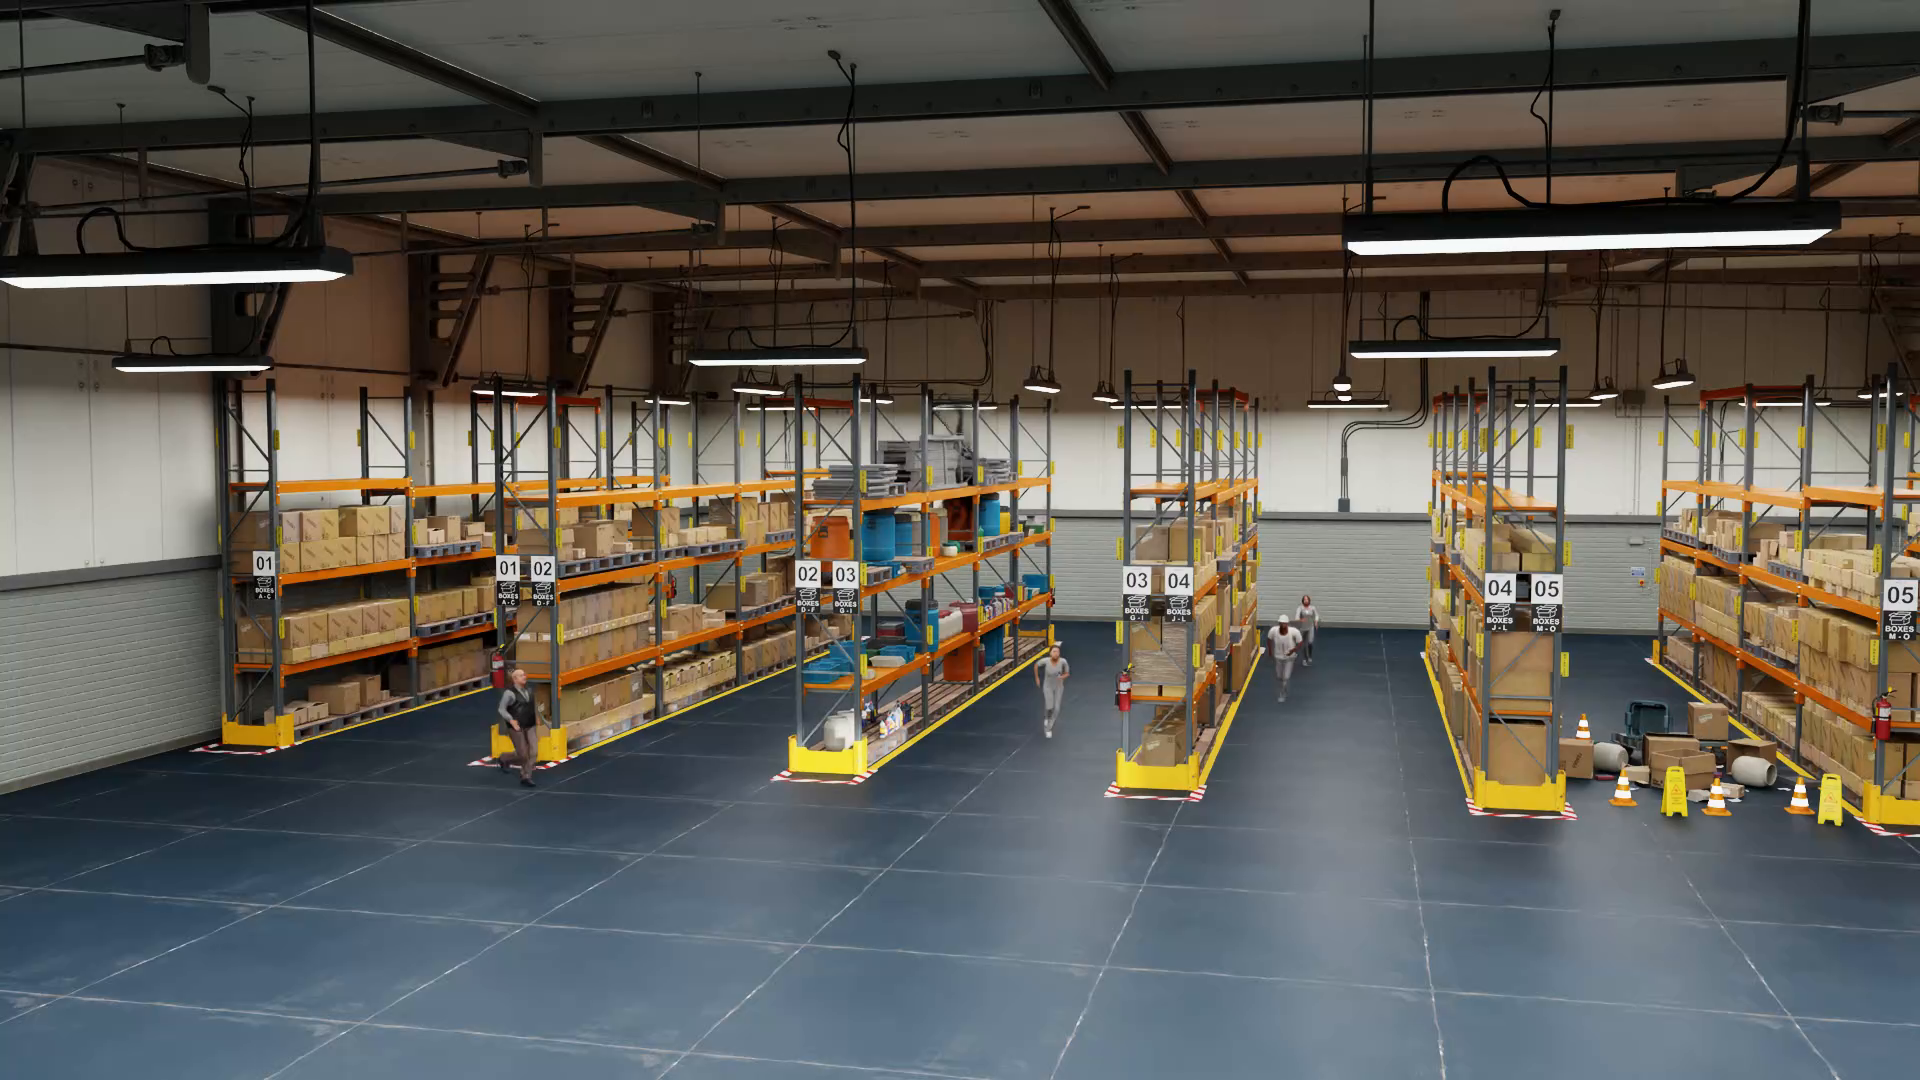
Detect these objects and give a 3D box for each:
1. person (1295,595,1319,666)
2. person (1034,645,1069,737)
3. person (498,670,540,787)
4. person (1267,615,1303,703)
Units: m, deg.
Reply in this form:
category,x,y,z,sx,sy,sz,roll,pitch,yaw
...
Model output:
category,x,y,z,sx,sy,sz,roll,pitch,yaw
person,7.659,1.997,36.702,0.512,1.570,0.636,1,3,11
person,1.554,2.535,27.918,0.552,1.594,0.695,-1,3,-9
person,-6.405,2.722,24.176,0.665,1.691,0.660,2,4,36
person,6.225,2.265,31.880,0.693,1.689,0.781,1,4,17
